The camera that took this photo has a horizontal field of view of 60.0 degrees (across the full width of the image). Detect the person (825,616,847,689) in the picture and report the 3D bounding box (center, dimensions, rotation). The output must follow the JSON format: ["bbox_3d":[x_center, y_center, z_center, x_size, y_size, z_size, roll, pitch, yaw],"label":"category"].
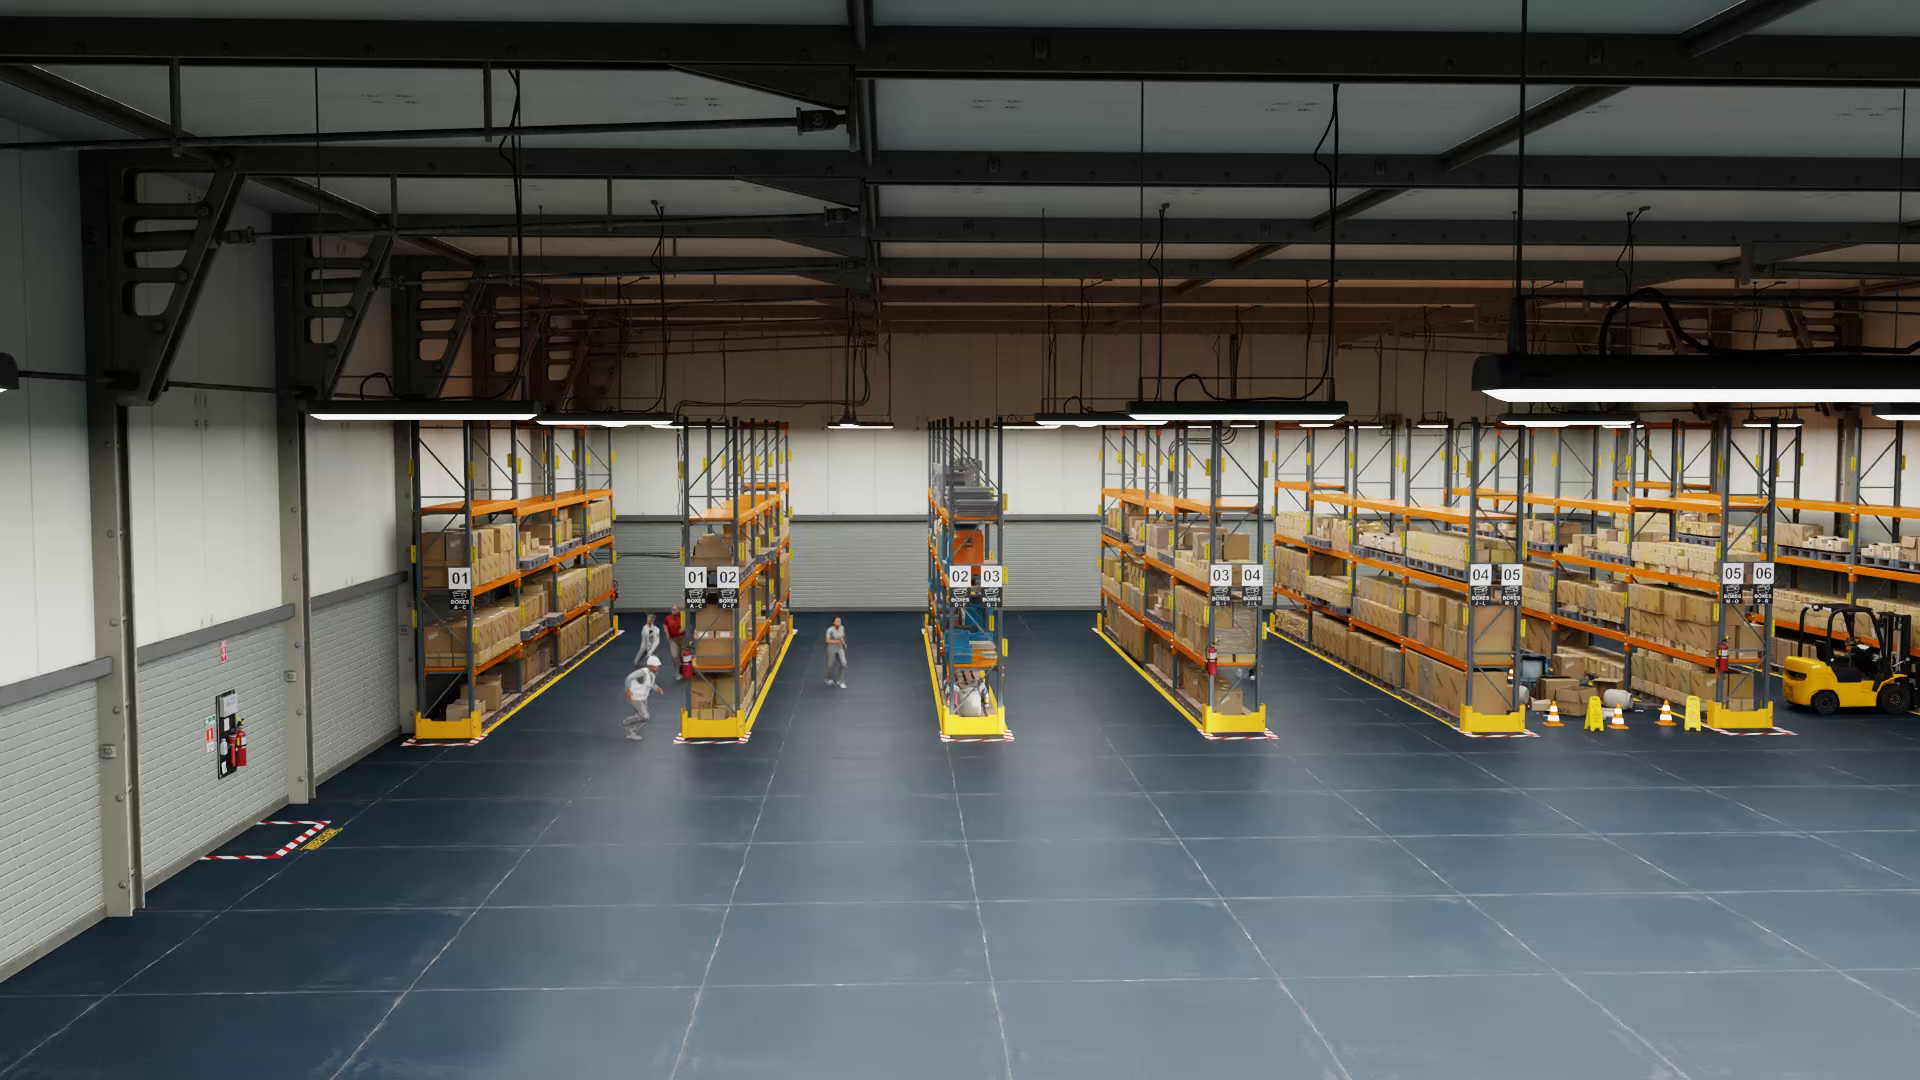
[{"bbox_3d":[-2.781,2.511,37.180,0.562,1.598,0.947,-2,4,-25],"label":"person"}]

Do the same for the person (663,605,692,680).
[{"bbox_3d":[-6.543,2.346,38.492,0.660,1.705,0.875,0,4,-5],"label":"person"}]

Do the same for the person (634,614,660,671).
[{"bbox_3d":[-7.053,2.467,37.333,0.710,1.629,0.491,1,4,17],"label":"person"}]

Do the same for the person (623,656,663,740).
[{"bbox_3d":[-5.882,2.928,30.719,0.819,1.592,0.686,2,4,23],"label":"person"}]

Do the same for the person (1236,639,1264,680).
[{"bbox_3d":[6.680,2.443,38.285,0.653,1.559,0.510,1,4,9],"label":"person"}]
